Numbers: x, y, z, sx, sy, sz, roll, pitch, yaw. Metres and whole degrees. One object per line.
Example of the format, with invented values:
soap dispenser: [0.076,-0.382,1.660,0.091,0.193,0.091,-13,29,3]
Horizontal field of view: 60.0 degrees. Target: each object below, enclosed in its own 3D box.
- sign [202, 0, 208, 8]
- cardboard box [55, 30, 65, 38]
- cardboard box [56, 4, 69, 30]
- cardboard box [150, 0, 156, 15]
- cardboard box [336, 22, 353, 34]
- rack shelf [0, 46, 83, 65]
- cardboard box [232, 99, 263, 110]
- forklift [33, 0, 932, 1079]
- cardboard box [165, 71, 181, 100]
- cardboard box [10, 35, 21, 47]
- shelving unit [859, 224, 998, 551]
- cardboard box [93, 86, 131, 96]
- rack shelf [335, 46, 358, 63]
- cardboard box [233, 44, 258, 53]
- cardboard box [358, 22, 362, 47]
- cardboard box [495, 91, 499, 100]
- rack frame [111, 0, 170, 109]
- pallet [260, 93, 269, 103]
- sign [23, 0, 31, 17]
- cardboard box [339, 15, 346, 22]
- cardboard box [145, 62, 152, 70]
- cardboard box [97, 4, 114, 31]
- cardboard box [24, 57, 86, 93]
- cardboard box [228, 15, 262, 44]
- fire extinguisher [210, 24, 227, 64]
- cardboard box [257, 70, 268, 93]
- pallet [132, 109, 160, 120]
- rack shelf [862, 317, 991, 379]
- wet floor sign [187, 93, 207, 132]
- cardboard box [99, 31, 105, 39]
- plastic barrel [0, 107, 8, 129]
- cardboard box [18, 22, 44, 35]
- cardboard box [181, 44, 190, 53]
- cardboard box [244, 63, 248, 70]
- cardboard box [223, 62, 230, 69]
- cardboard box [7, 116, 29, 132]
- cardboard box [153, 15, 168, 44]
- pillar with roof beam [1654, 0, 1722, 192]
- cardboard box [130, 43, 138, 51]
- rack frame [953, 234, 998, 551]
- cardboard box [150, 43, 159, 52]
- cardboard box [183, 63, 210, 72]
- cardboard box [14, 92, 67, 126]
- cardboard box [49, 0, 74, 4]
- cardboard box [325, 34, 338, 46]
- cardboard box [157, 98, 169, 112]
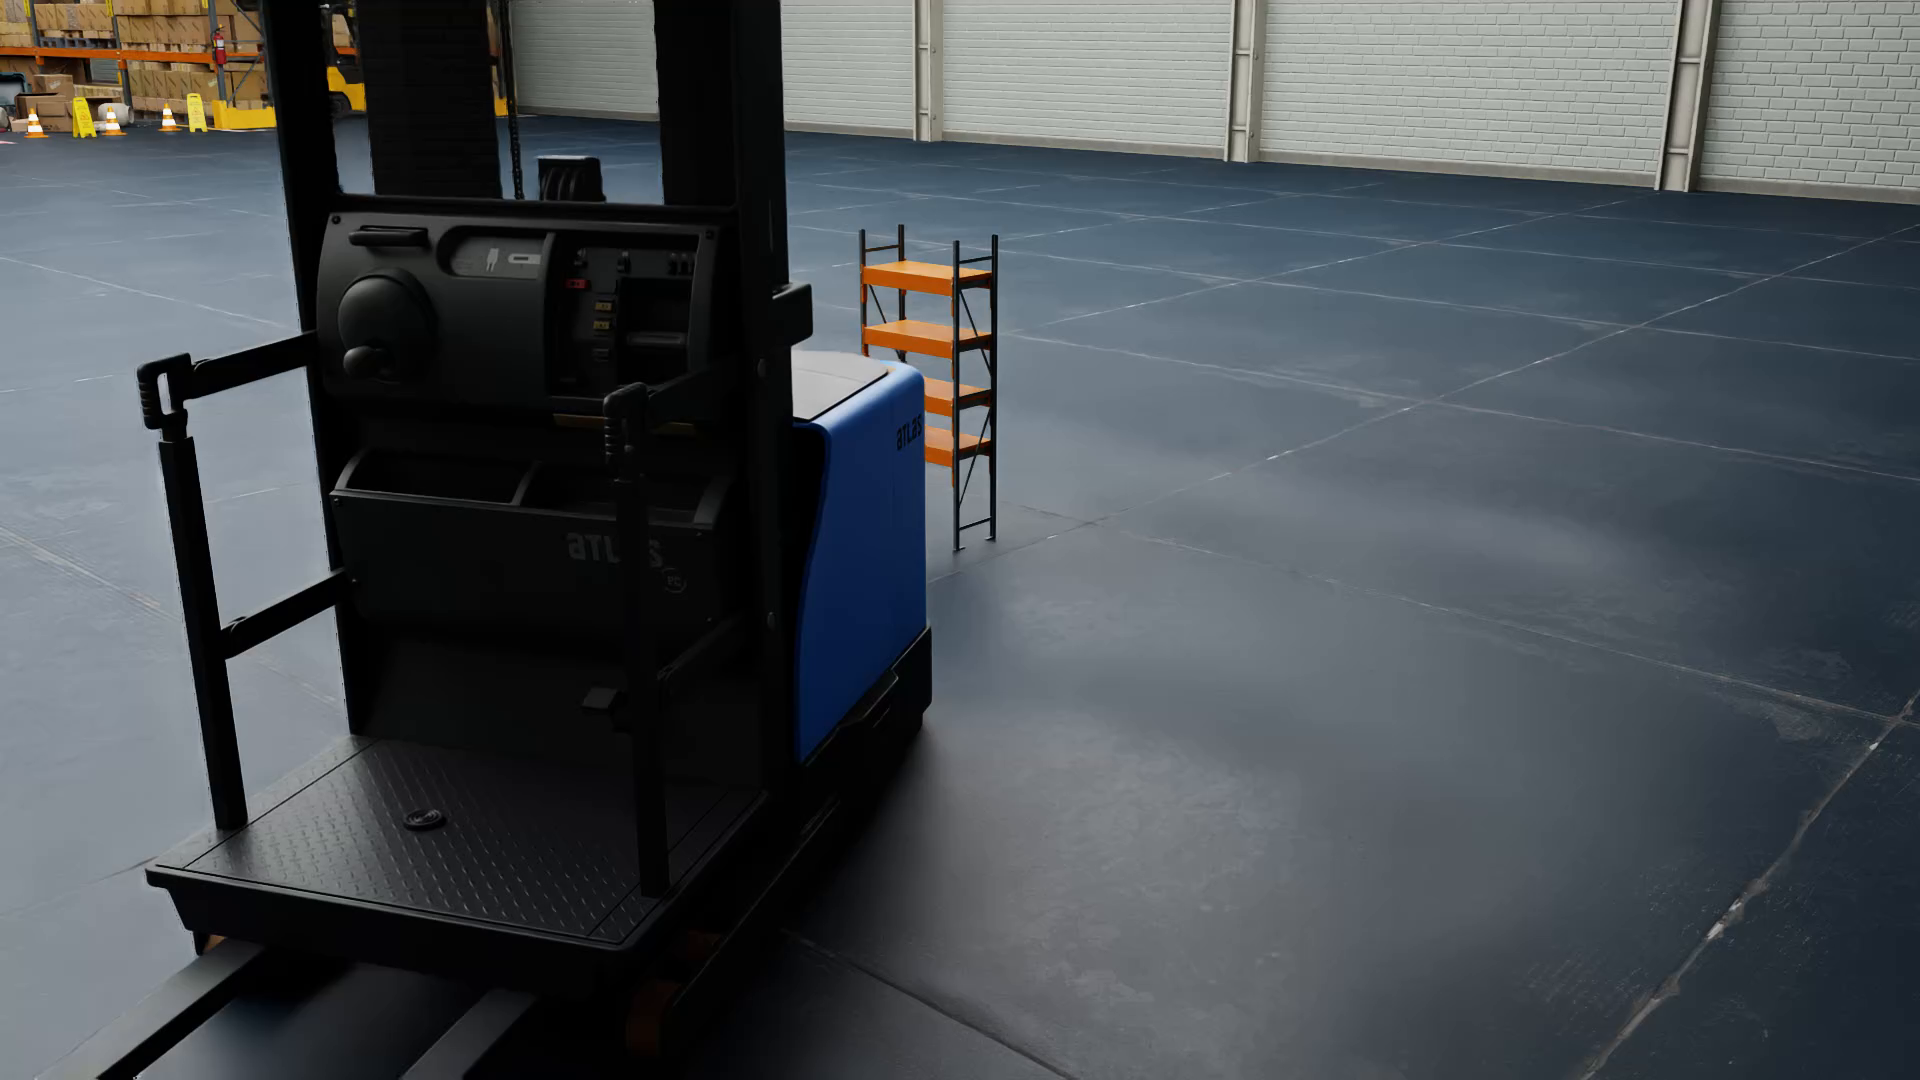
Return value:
sign: [-13.247,-9.499,29.148,0.005,0.325,0.100,15,23,39]
cardboard box: [-18.173,-10.308,33.854,0.250,0.149,0.380,15,23,40]
cardboard box: [-17.869,-10.563,33.586,0.500,0.500,0.500,16,23,40]
cardboard box: [-14.495,-9.952,30.700,0.500,0.500,0.700,15,23,39]
cardboard box: [-13.101,-11.053,35.901,0.500,0.250,0.500,14,23,38]
rack shelf: [-20.344,-10.583,36.190,4.000,0.370,1.077,15,23,39]
cardboard box: [-13.284,-8.032,30.814,0.500,0.250,0.500,15,23,39]
forklift: [-0.994,-0.486,3.297,1.130,2.935,3.031,5,18,16]
cardboard box: [-14.402,-8.474,30.966,0.500,0.500,0.500,14,23,38]
cardboard box: [-19.791,-10.595,35.285,0.500,0.250,0.500,16,23,40]
shelving unit: [-0.124,-0.605,6.535,0.503,1.200,0.258,15,23,39]
cardboard box: [-16.790,-8.917,33.401,0.950,0.372,0.625,-17,24,-42]
rack shelf: [-14.060,-10.904,37.200,4.000,0.370,1.077,15,23,39]
cardboard box: [-12.981,-8.914,30.155,0.250,0.149,0.380,15,23,39]
cardboard box: [-12.405,-10.745,35.344,0.500,0.500,0.500,14,22,38]
cardboard box: [-9.810,-9.075,34.098,0.500,0.250,0.500,15,23,39]
rack frame: [-15.856,-9.721,32.285,0.127,3.000,1.000,15,23,39]
pallet: [-16.089,-10.478,39.278,1.213,0.211,1.003,15,23,39]
sign: [-19.214,-10.950,34.243,0.005,0.325,0.100,15,23,39]
cardboard box: [-13.172,-11.268,35.921,0.250,0.149,0.380,15,23,38]
cardboard box: [-15.155,-8.957,31.414,0.250,0.149,0.380,16,24,41]
cardboard box: [-16.354,-10.152,32.290,0.500,0.500,0.500,15,23,38]
cardboard box: [-19.309,-9.870,35.570,0.875,0.875,0.875,15,23,39]
cardboard box: [-13.034,-9.266,30.192,0.500,0.500,0.500,15,23,38]
fire extinguisher: [-13.084,-8.754,29.365,0.183,0.674,0.296,15,23,39]
cardboard box: [-16.015,-10.693,38.786,0.500,0.500,0.500,16,24,41]
pallet: [-15.330,-8.266,32.307,1.213,0.211,1.003,15,23,39]
rack shelf: [-0.124,-0.754,6.488,0.480,0.148,0.258,15,23,39]
wet floor sign: [-13.432,-7.516,29.227,0.267,0.644,0.232,-9,20,-27]
cardboard box: [-16.610,-9.900,32.568,0.250,0.149,0.380,14,22,38]
plastic barrel: [-17.199,-7.473,29.458,0.512,0.421,0.421,-3,18,-8]
cardboard box: [-19.379,-10.731,34.888,0.500,0.250,0.500,15,23,39]
cardboard box: [-13.939,-8.952,30.276,0.250,0.149,0.380,16,23,40]
cardboard box: [-16.653,-11.182,39.253,0.250,0.149,0.380,16,24,41]
cardboard box: [-17.438,-11.389,39.906,0.250,0.149,0.380,16,24,41]
cardboard box: [-16.558,-7.350,29.331,0.396,0.266,0.258,-13,22,-36]
cardboard box: [-14.563,-9.463,30.814,0.500,0.500,0.500,15,23,40]
pillar with roof beam: [5.598,-7.452,15.218,0.400,9.000,9.100,15,23,39]
cardboard box: [-15.610,-9.427,31.772,0.250,0.149,0.380,16,24,41]
rack frame: [0.059,-0.556,6.381,0.015,1.200,0.240,15,23,39]
cardboard box: [-14.883,-9.207,31.079,0.250,0.149,0.380,15,23,40]
cardboard box: [-13.956,-8.635,30.400,0.250,0.149,0.380,16,24,41]
cardboard box: [-16.563,-7.759,30.004,0.503,0.637,0.797,15,23,39]
cardboard box: [-19.054,-11.203,35.136,0.500,0.500,0.500,14,22,37]
cardboard box: [-13.494,-10.915,36.295,0.500,0.250,0.500,15,23,39]
cardboard box: [-14.788,-8.221,31.408,0.500,0.250,0.500,15,23,39]
